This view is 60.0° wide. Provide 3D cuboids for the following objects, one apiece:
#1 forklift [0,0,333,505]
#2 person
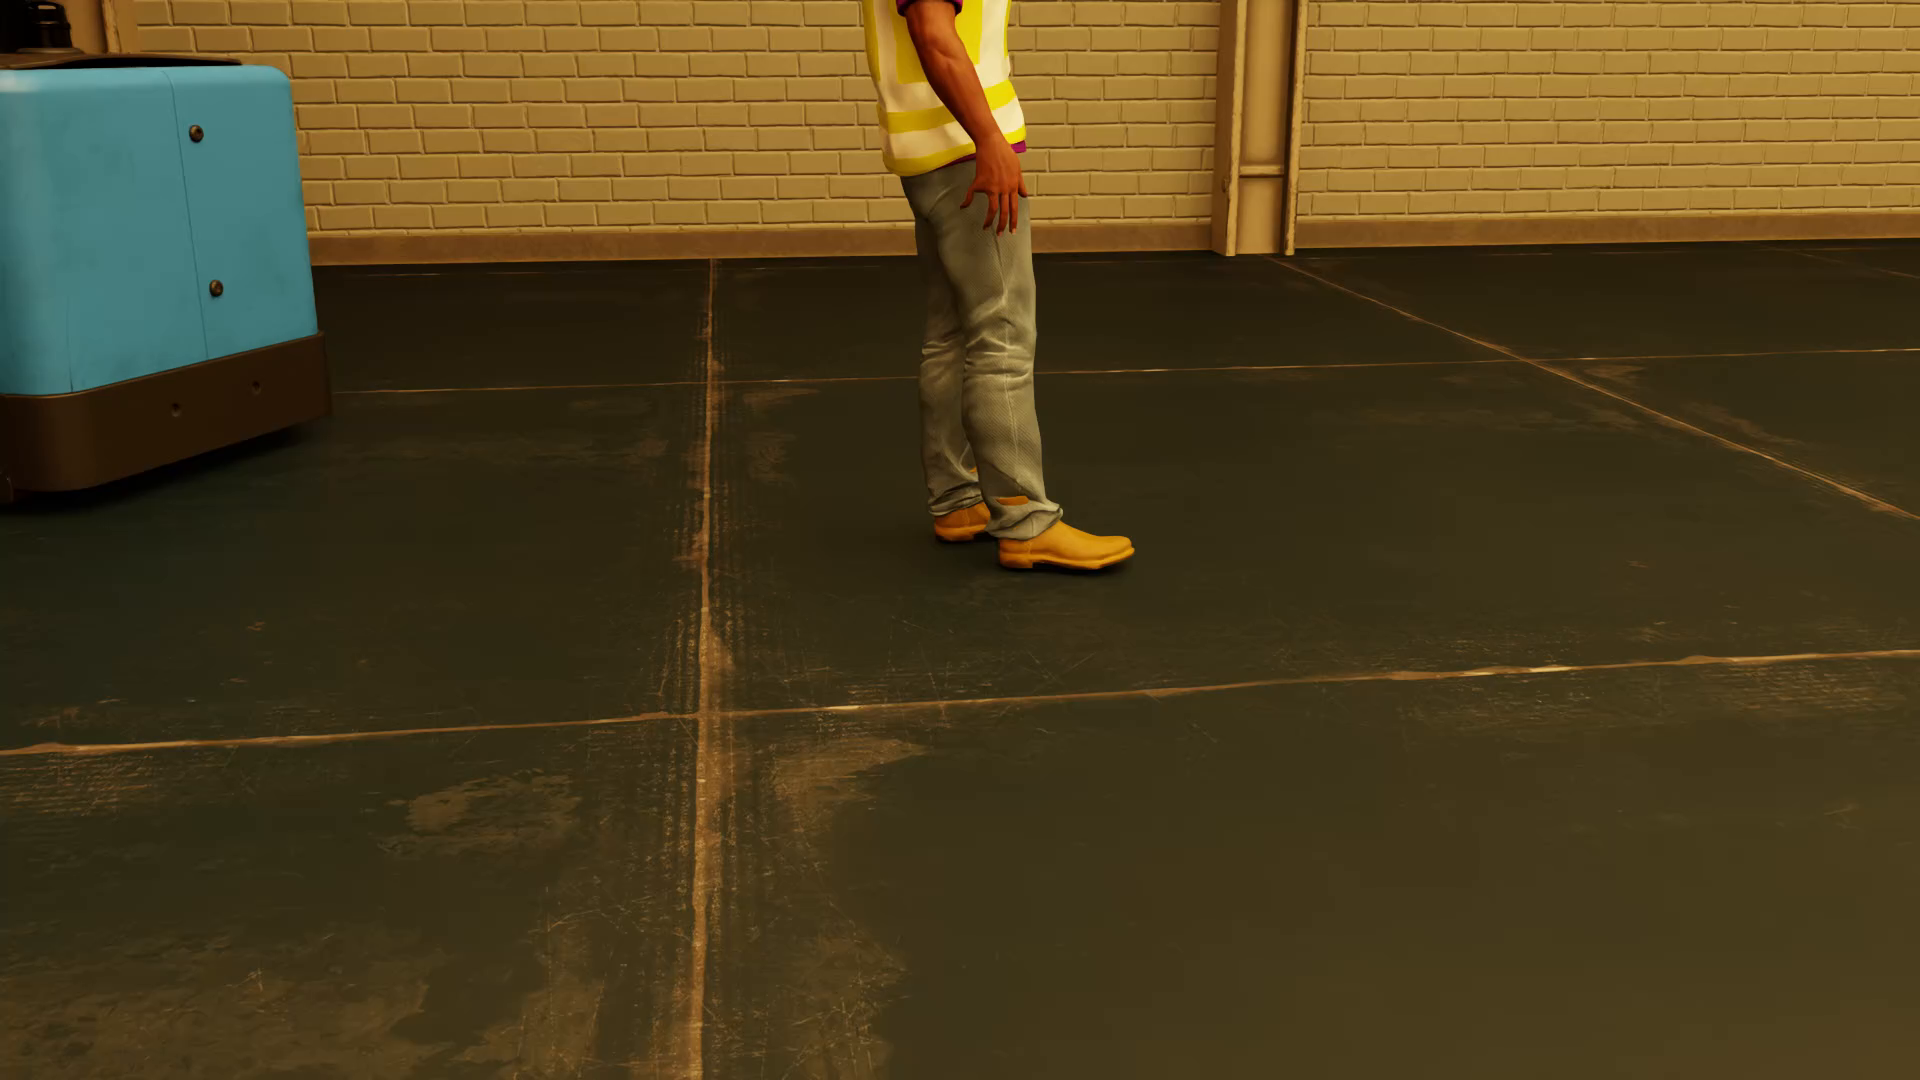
[{"bbox_3d":[-3.454,-1.727,4.616,3.031,2.935,1.130,6,18,18],"label":"forklift"},{"bbox_3d":[0.069,-0.854,3.712,0.577,1.765,0.665,-2,17,-8],"label":"person"}]
